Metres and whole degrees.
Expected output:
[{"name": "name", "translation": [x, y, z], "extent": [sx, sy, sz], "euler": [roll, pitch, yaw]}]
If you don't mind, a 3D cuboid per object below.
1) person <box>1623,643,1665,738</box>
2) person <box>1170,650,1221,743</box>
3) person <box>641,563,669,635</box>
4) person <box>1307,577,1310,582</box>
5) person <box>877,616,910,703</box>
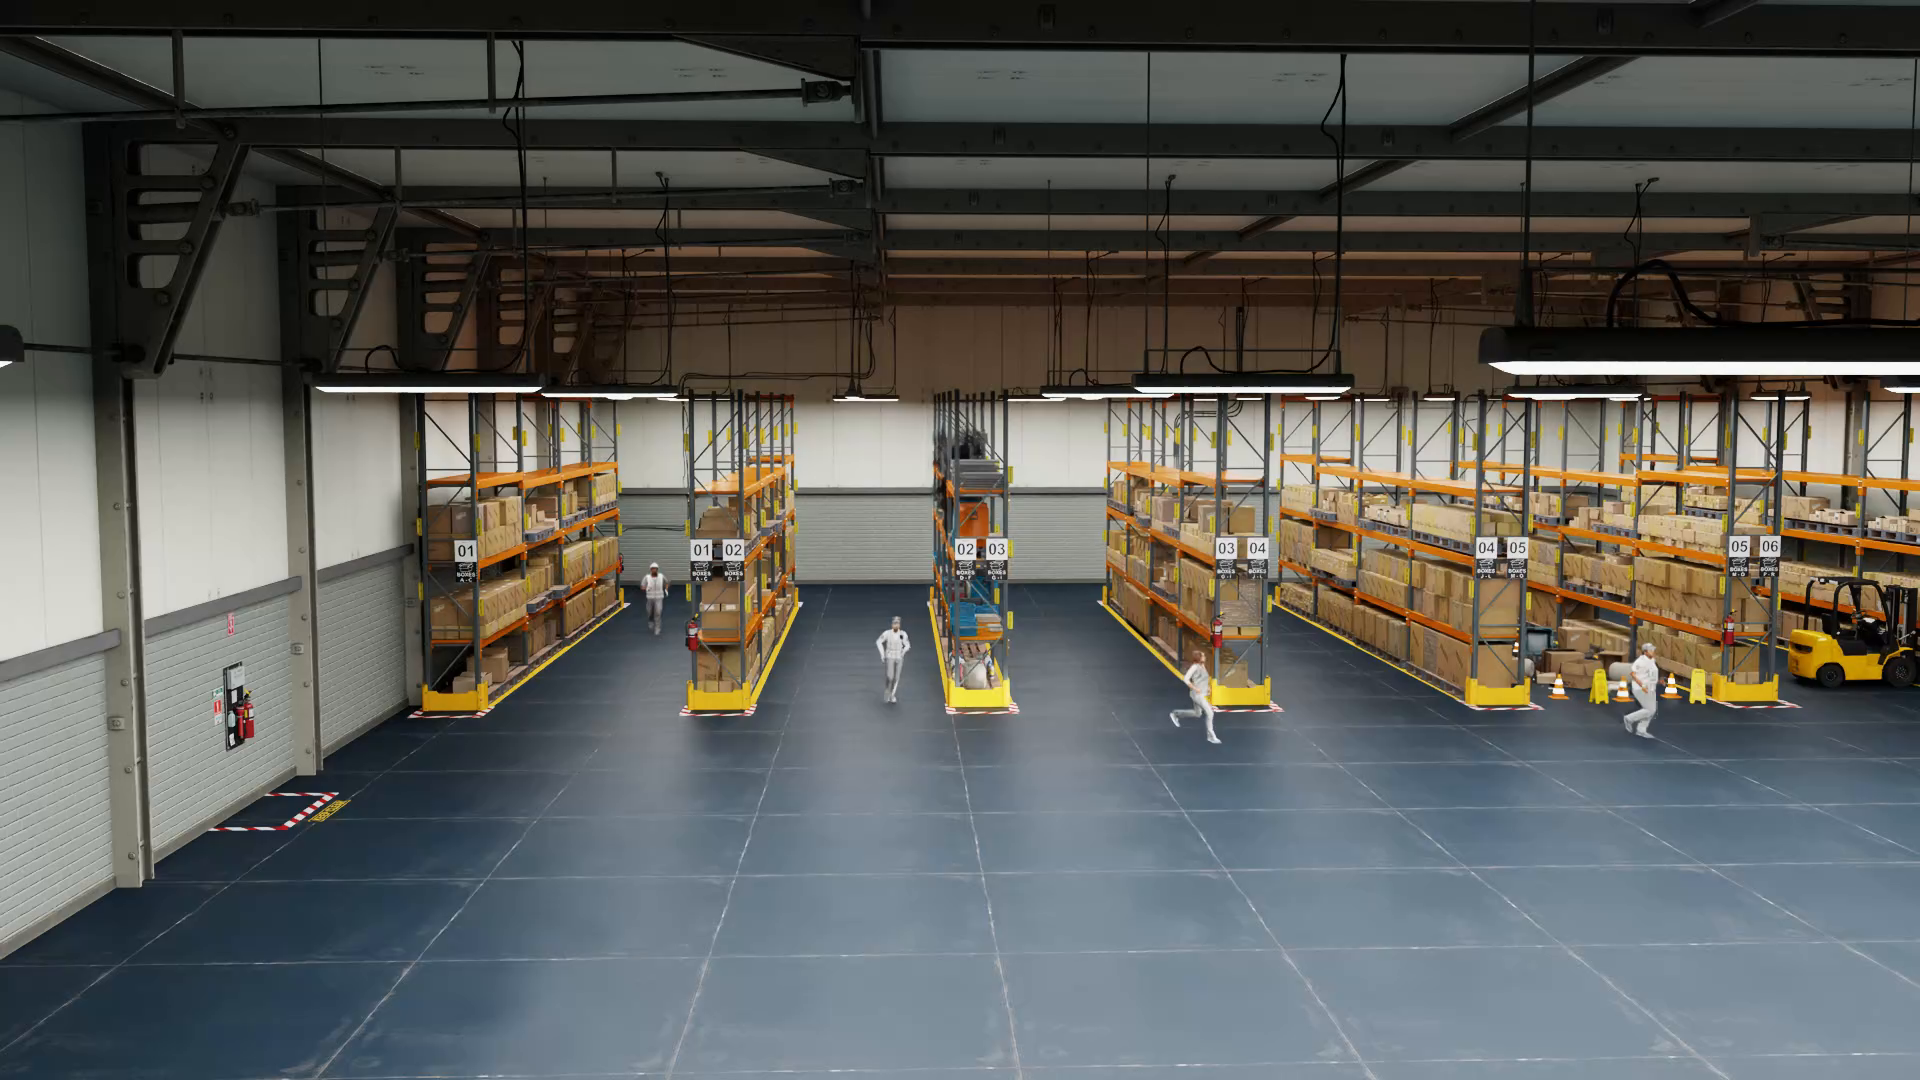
[{"name": "person", "translation": [11.807, 2.583, 28.655], "extent": [0.586, 1.639, 0.598], "euler": [4, 6, 42]}, {"name": "person", "translation": [4.013, 2.656, 28.296], "extent": [0.924, 1.579, 0.519], "euler": [2, 5, 21]}, {"name": "person", "translation": [-7.602, 1.458, 41.449], "extent": [0.696, 1.762, 0.928], "euler": [-1, 5, -12]}, {"name": "person", "translation": [10.342, 0.930, 48.807], "extent": [0.826, 1.637, 0.609], "euler": [4, 6, 44]}, {"name": "person", "translation": [-1.251, 2.292, 31.897], "extent": [0.617, 1.677, 0.631], "euler": [-1, 5, -15]}]
